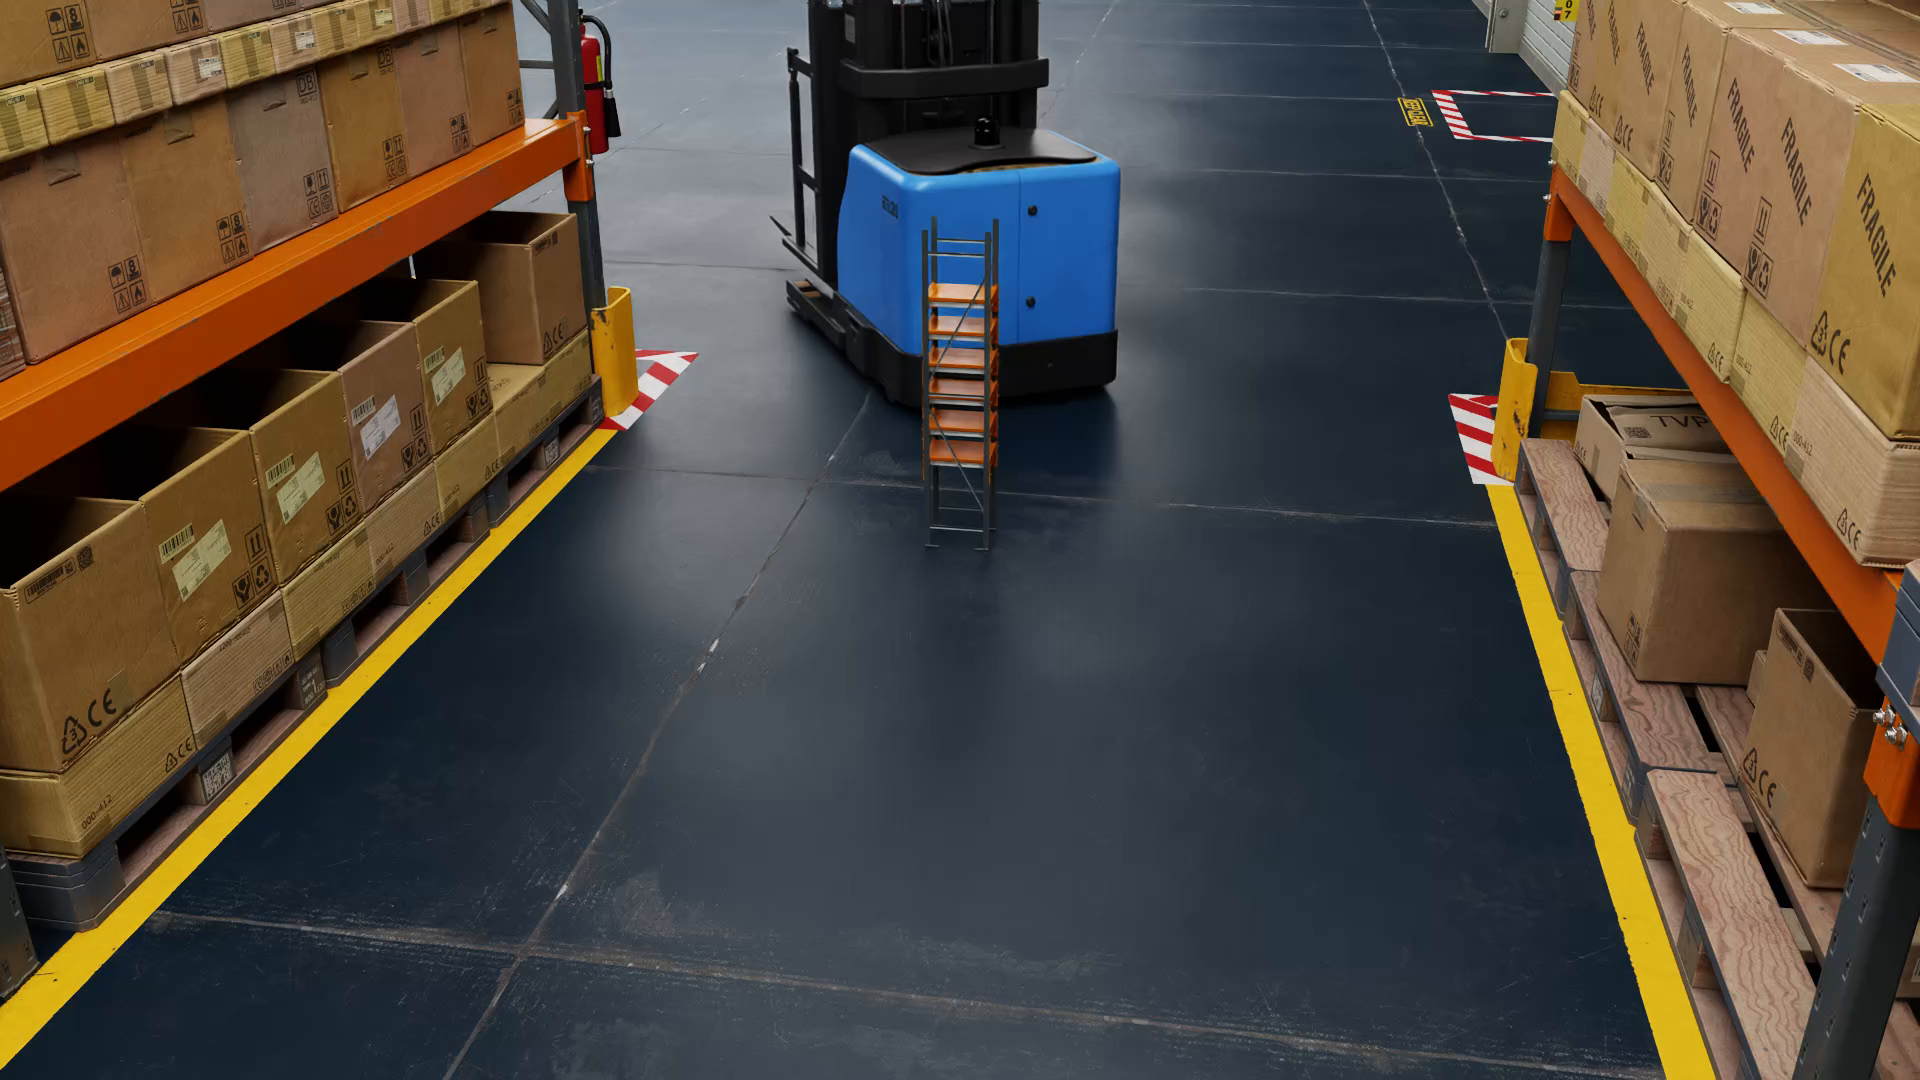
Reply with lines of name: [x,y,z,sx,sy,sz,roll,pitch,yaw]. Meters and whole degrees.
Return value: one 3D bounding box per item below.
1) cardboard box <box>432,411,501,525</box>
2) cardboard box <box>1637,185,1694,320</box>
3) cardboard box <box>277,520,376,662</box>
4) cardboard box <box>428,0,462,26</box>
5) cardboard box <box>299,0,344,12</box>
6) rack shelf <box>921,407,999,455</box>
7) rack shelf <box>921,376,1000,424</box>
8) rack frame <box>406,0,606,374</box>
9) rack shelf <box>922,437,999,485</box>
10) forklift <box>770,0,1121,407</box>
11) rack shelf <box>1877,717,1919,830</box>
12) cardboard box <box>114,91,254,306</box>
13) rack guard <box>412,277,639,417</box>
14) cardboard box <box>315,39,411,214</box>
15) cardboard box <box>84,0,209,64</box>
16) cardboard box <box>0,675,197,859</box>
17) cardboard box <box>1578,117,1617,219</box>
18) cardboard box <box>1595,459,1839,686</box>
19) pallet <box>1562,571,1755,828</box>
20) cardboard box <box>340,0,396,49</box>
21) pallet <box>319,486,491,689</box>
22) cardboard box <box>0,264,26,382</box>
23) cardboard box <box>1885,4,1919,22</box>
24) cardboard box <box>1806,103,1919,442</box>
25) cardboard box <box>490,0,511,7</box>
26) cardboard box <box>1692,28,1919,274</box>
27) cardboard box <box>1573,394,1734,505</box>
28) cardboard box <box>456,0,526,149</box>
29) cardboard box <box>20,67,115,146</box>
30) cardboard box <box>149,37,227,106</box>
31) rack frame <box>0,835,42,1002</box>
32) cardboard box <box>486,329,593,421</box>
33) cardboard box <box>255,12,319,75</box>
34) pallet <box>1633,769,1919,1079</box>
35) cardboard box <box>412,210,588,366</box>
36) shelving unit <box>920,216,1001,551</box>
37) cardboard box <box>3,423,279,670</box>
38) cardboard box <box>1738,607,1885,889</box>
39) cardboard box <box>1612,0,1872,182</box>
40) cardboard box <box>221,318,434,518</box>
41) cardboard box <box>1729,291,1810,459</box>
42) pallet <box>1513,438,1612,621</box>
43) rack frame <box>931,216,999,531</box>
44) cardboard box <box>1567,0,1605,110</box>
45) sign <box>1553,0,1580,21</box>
cardboard box: [-2.025,-0.284,6.067,0.500,0.250,0.500,4,25,9]
cardboard box: [2.171,-0.779,4.529,0.500,0.250,0.500,4,25,9]
cardboard box: [-2.184,0.134,5.173,0.500,0.250,0.500,4,25,9]
cardboard box: [-2.036,-1.953,6.001,0.380,0.149,0.250,4,25,8]
cardboard box: [-2.338,-1.988,5.312,0.700,0.500,0.500,4,25,9]
rack shelf: [0.002,-0.401,6.078,0.258,0.103,0.180,4,25,9]
rack shelf: [0.002,-0.509,6.027,0.258,0.103,0.180,4,25,9]
rack frame: [-2.079,-2.003,6.992,1.000,3.000,0.127,4,25,9]
rack shelf: [0.002,-0.292,6.129,0.258,0.103,0.180,4,25,9]
forklift: [-0.275,-2.511,8.158,1.130,2.935,3.031,-9,27,-19]
rack shelf: [1.828,1.174,1.053,1.077,0.370,4.000,4,25,9]
cardboard box: [-2.500,-0.992,4.714,0.700,0.500,0.500,4,25,9]
rack guard: [-2.075,-0.881,7.543,1.175,0.500,0.348,4,25,9]
cardboard box: [-2.336,-1.427,5.642,0.700,0.500,0.500,4,25,9]
cardboard box: [-2.502,-1.570,4.418,0.700,0.500,0.500,4,25,8]
cardboard box: [-2.358,0.552,4.281,0.500,0.250,0.500,4,25,9]
cardboard box: [2.345,-1.203,5.434,0.500,0.250,0.500,3,25,7]
cardboard box: [2.345,0.096,4.936,0.700,0.500,0.500,2,25,5]
pallet: [2.427,0.479,4.977,1.003,0.211,1.213,4,25,9]
cardboard box: [-2.122,-1.738,5.542,0.380,0.149,0.250,5,26,10]
pallet: [-2.364,0.091,5.806,1.003,0.211,1.213,4,25,9]
cardboard box: [-2.666,-0.562,3.794,0.700,0.500,0.500,3,25,7]
cardboard box: [2.687,-1.094,4.317,0.500,0.500,0.500,4,25,9]
cardboard box: [1.927,-0.489,3.024,0.500,0.500,0.500,4,25,8]
cardboard box: [-1.953,-2.169,6.463,0.380,0.149,0.250,4,25,8]
cardboard box: [2.096,-0.908,3.920,0.500,0.500,0.500,3,25,7]
cardboard box: [2.607,-0.360,6.134,0.500,0.311,0.500,1,25,3]
cardboard box: [-2.168,-1.854,6.555,0.700,0.500,0.500,4,25,9]
cardboard box: [-2.375,-1.091,4.160,0.380,0.149,0.250,4,25,8]
cardboard box: [-2.291,-1.308,4.622,0.380,0.149,0.250,3,25,7]
rack frame: [-2.732,-0.330,3.418,1.000,3.000,0.127,4,25,9]
cardboard box: [-1.875,-0.703,6.963,0.500,0.250,0.500,4,25,9]
cardboard box: [-2.205,-1.521,5.077,0.380,0.149,0.250,4,25,8]
pallet: [2.230,0.991,3.884,1.003,0.211,1.213,4,25,9]
cardboard box: [-1.873,-1.043,6.803,0.500,0.500,0.500,4,25,9]
shelving unit: [0.002,-0.549,6.009,0.258,1.200,0.189,4,25,9]
cardboard box: [-2.274,0.003,4.568,0.500,0.500,0.500,4,25,9]
cardboard box: [2.285,0.507,4.058,0.500,0.500,0.500,2,25,5]
cardboard box: [2.253,-1.342,4.847,0.500,0.500,0.500,3,25,7]
cardboard box: [-2.105,-0.415,5.461,0.500,0.500,0.500,4,25,9]
cardboard box: [2.023,-0.357,3.627,0.500,0.250,0.500,4,25,9]
pallet: [2.629,-0.030,6.064,1.003,0.211,1.213,4,25,9]
rack frame: [0.017,-0.588,6.090,0.240,1.200,0.006,4,25,9]
cardboard box: [2.434,-1.764,5.748,0.500,0.500,0.500,4,25,9]
sign: [2.274,-2.091,6.158,0.100,0.325,0.005,4,25,9]
